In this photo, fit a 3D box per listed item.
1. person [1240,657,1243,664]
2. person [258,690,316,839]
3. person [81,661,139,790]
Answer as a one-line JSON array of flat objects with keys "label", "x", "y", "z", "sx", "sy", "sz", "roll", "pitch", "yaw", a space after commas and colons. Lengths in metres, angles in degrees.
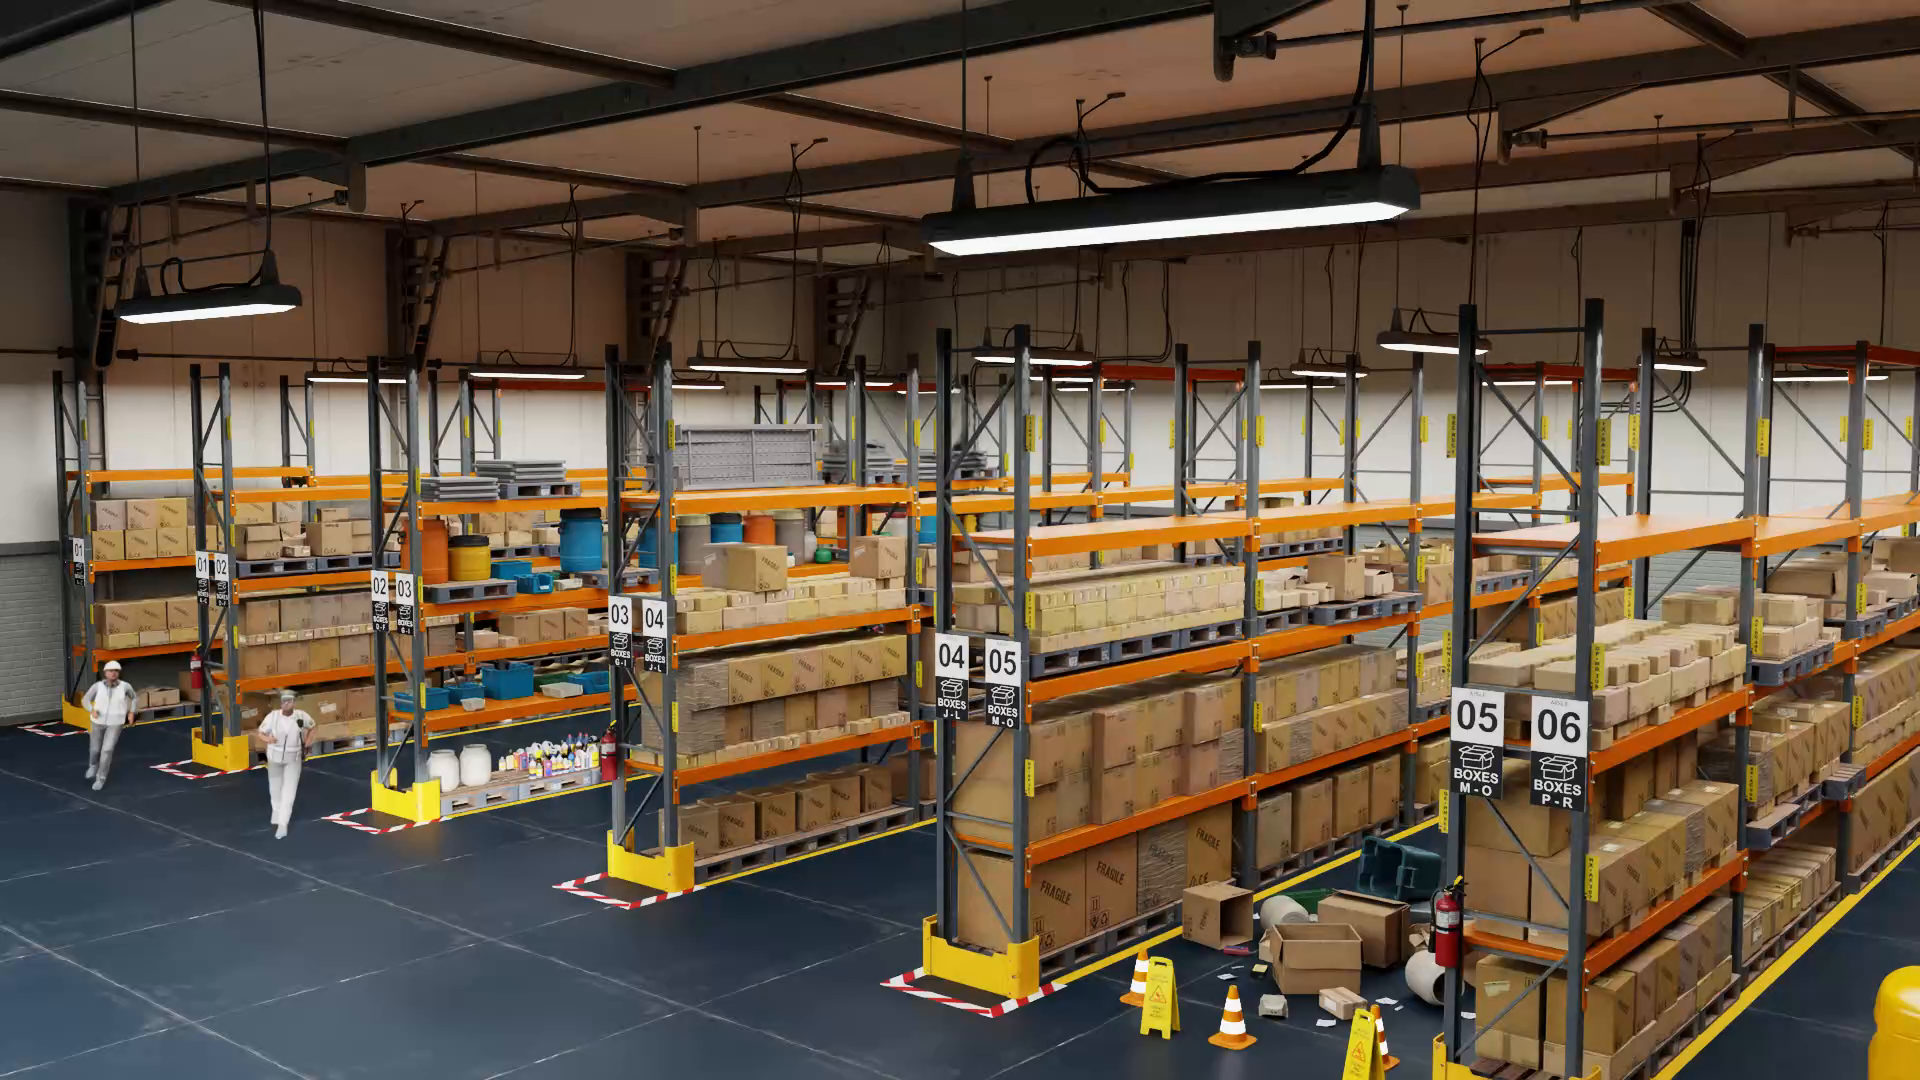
[{"label": "person", "x": 4.262, "y": 2.514, "z": 24.801, "sx": 0.612, "sy": 1.690, "sz": 0.920, "roll": 3, "pitch": 5, "yaw": 33}, {"label": "person", "x": -8.474, "y": 2.773, "z": 20.941, "sx": 0.667, "sy": 1.816, "sz": 0.884, "roll": -1, "pitch": 4, "yaw": -14}, {"label": "person", "x": -12.036, "y": 2.583, "z": 23.524, "sx": 0.726, "sy": 1.746, "sz": 0.954, "roll": -2, "pitch": 4, "yaw": -21}]
